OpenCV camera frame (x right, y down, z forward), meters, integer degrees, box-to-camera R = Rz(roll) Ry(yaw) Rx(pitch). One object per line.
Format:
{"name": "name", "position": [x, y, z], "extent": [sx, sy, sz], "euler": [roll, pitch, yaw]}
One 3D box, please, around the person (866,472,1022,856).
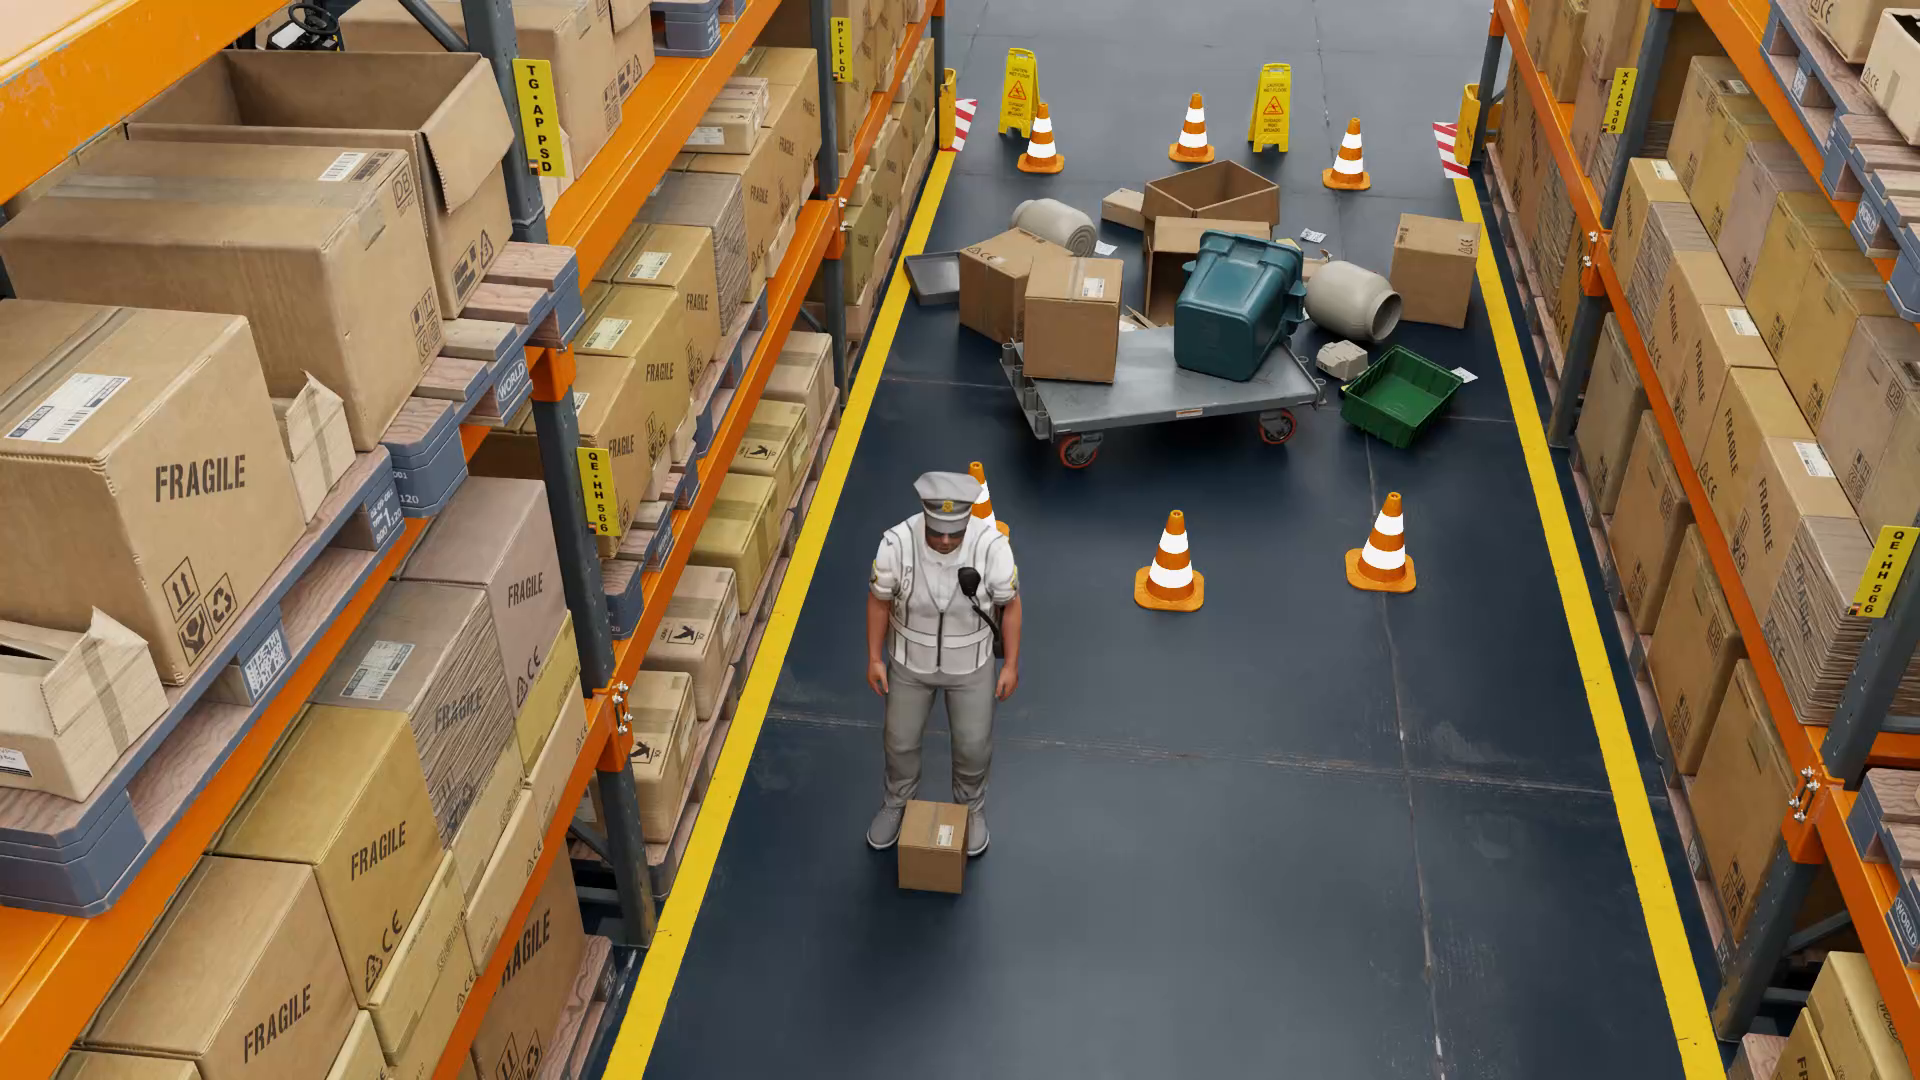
{"name": "person", "position": [-0.069, 0.454, 6.410], "extent": [0.606, 1.745, 0.434], "euler": [2, 36, 3]}
